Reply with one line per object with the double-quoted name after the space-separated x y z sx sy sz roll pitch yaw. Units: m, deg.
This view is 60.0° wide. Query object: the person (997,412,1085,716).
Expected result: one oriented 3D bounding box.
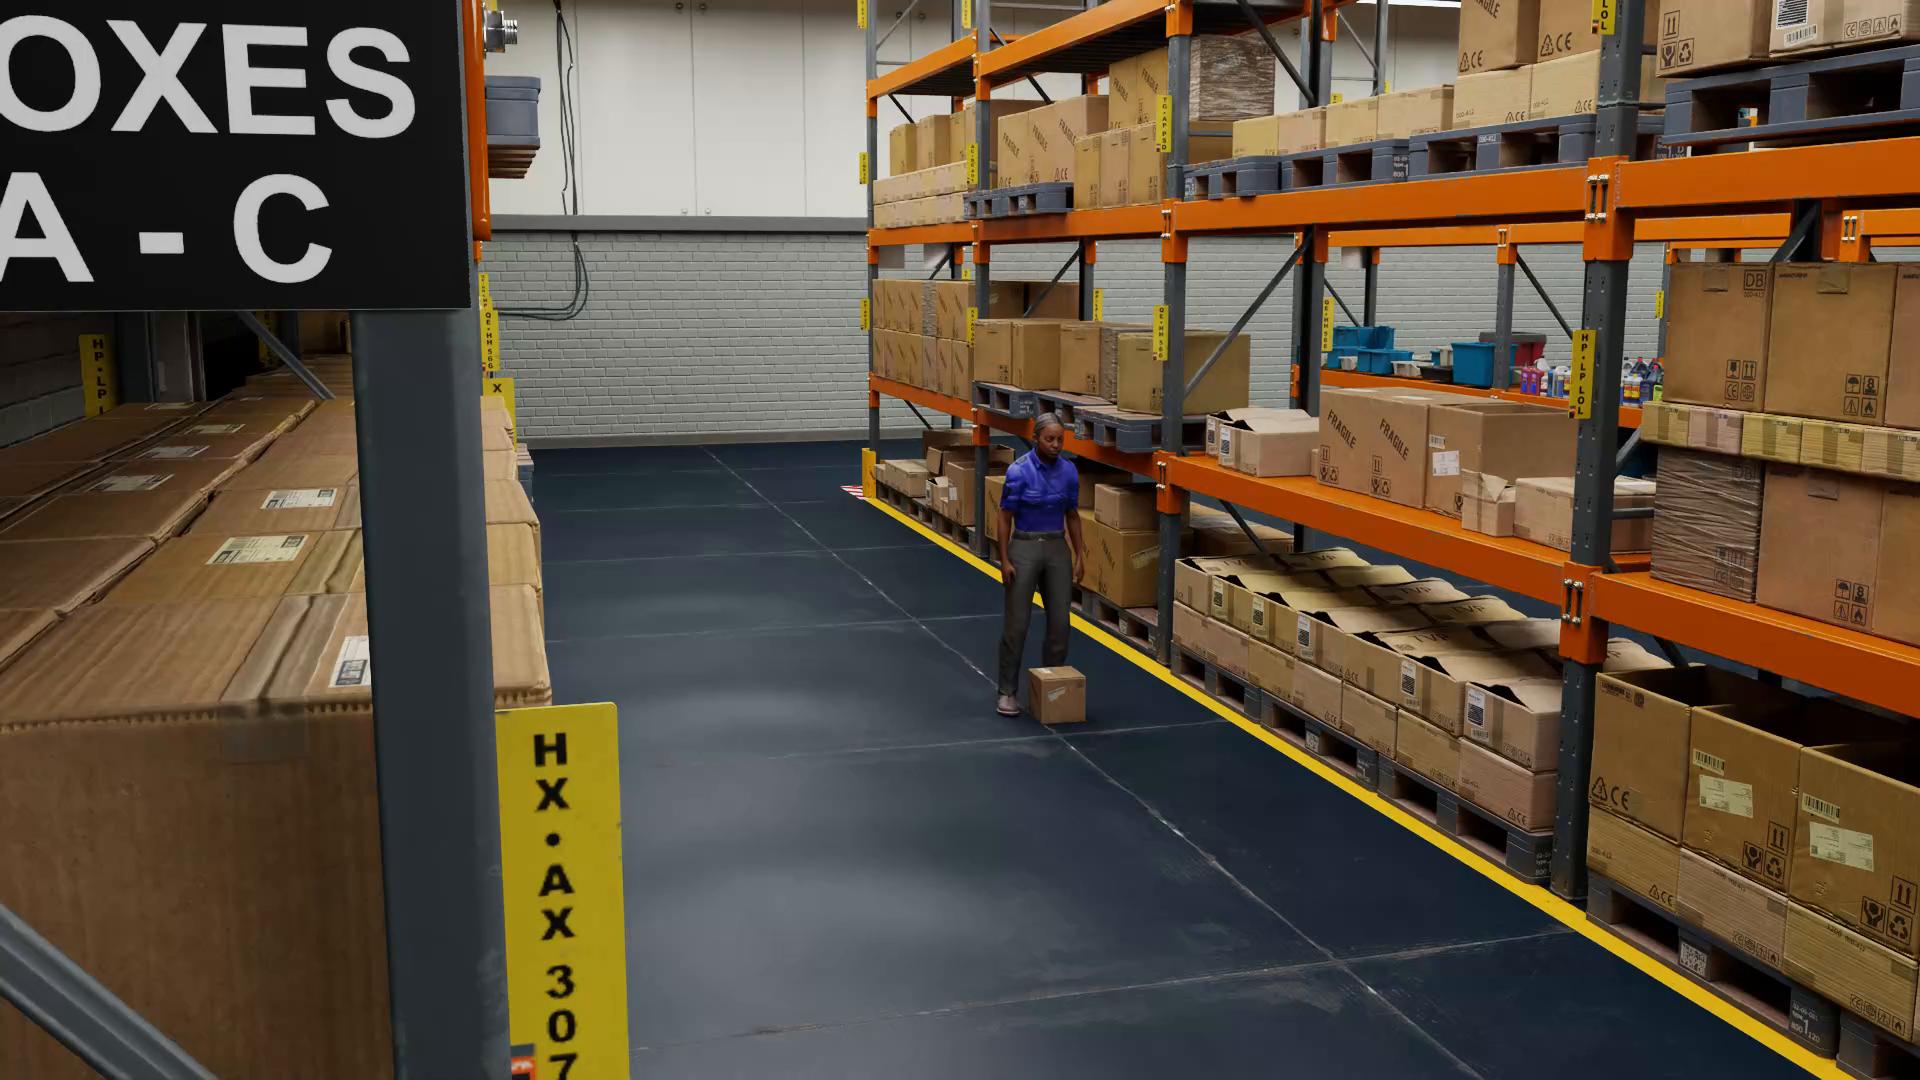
0.434 0.118 9.175 0.531 1.656 0.346 -3 10 -19 "person"
